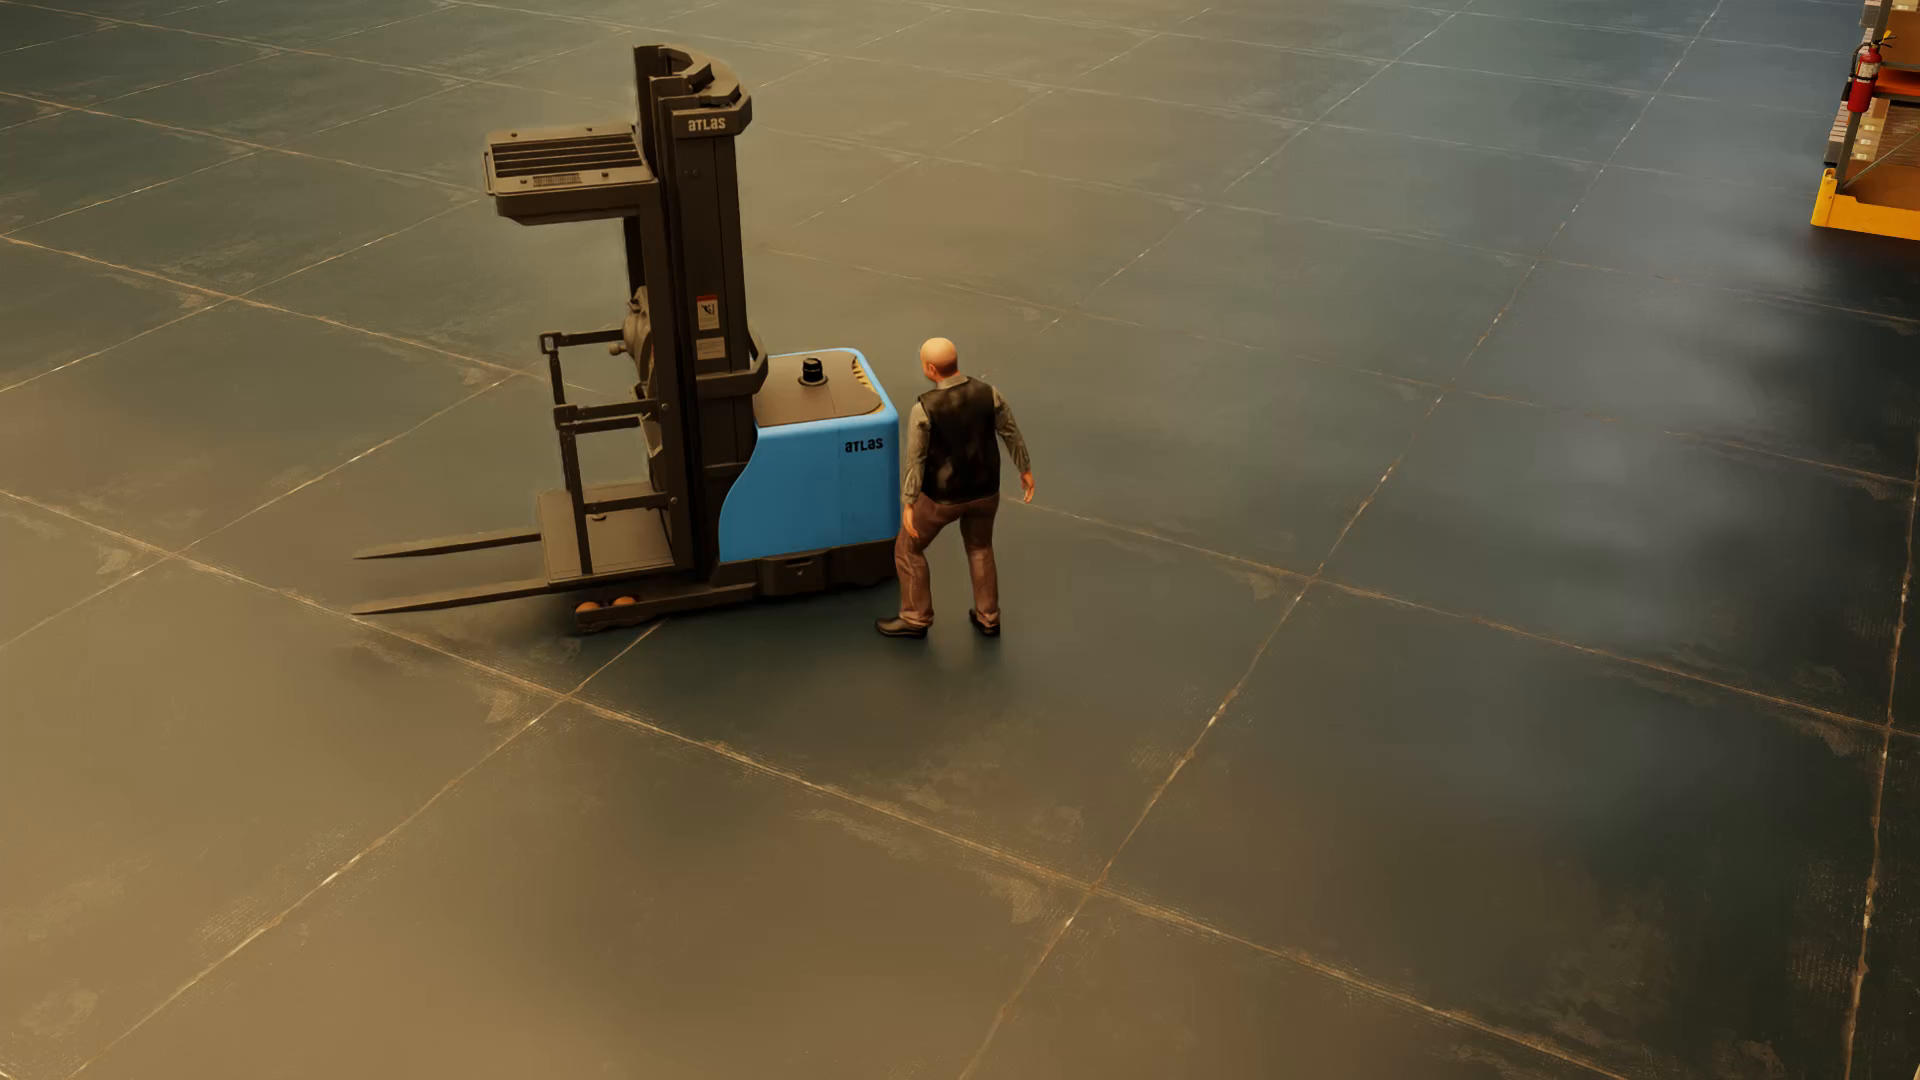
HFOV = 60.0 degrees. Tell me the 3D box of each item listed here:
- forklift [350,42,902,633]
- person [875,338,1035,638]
[{"bbox_3d":[-1.897,-1.055,8.898,3.031,2.935,1.130,-8,31,-14],"label":"forklift"},{"bbox_3d":[-0.023,-0.248,8.776,0.864,1.694,0.408,-11,32,-19],"label":"person"}]
